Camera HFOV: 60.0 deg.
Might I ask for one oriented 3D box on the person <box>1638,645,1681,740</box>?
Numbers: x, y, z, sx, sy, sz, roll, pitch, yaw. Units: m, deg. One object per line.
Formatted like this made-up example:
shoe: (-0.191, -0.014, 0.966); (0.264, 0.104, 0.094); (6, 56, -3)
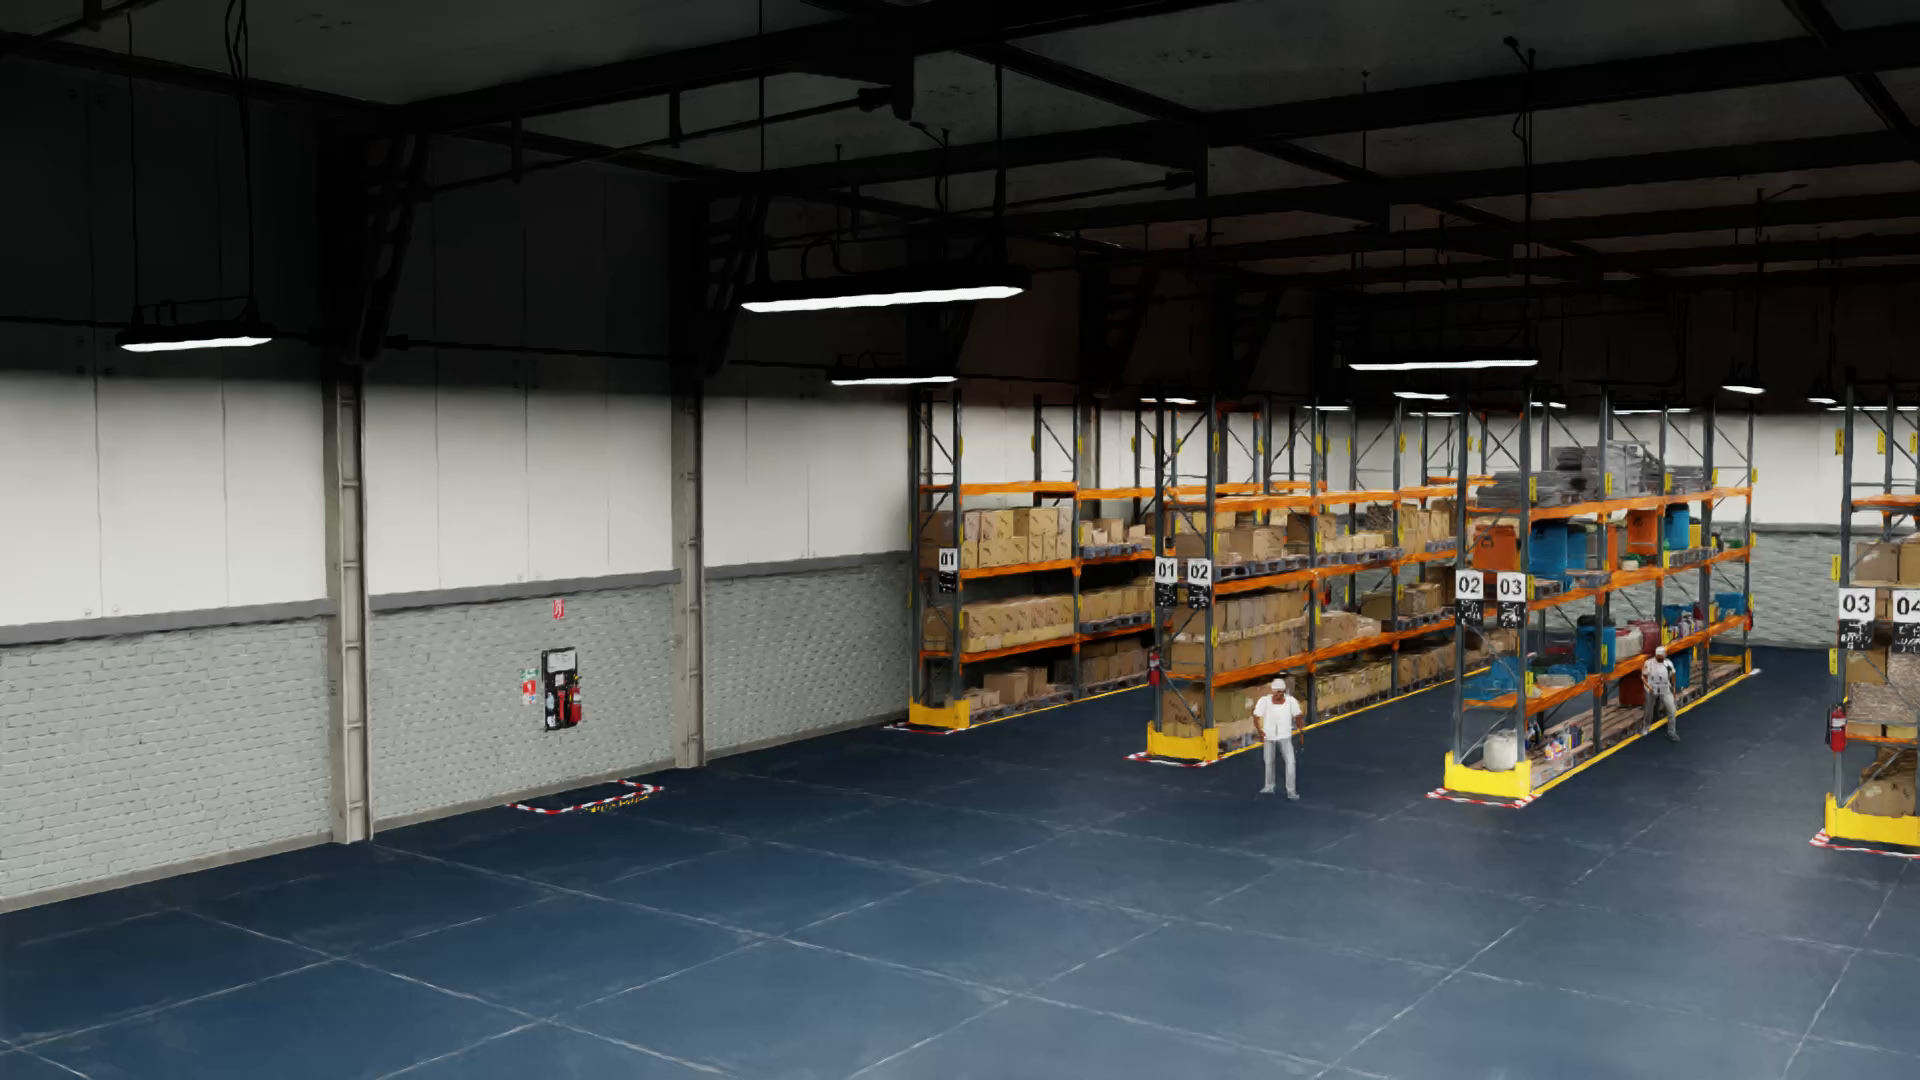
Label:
person: (11.956, 2.581, 28.398); (0.656, 1.592, 0.818); (1, 3, 19)

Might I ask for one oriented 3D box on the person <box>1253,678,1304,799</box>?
person: (4.517, 2.795, 23.622); (0.703, 1.710, 0.761); (1, 3, 14)

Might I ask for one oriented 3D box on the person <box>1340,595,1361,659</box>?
person: (8.534, 2.017, 36.507); (0.631, 1.781, 0.556); (-1, 4, -24)
